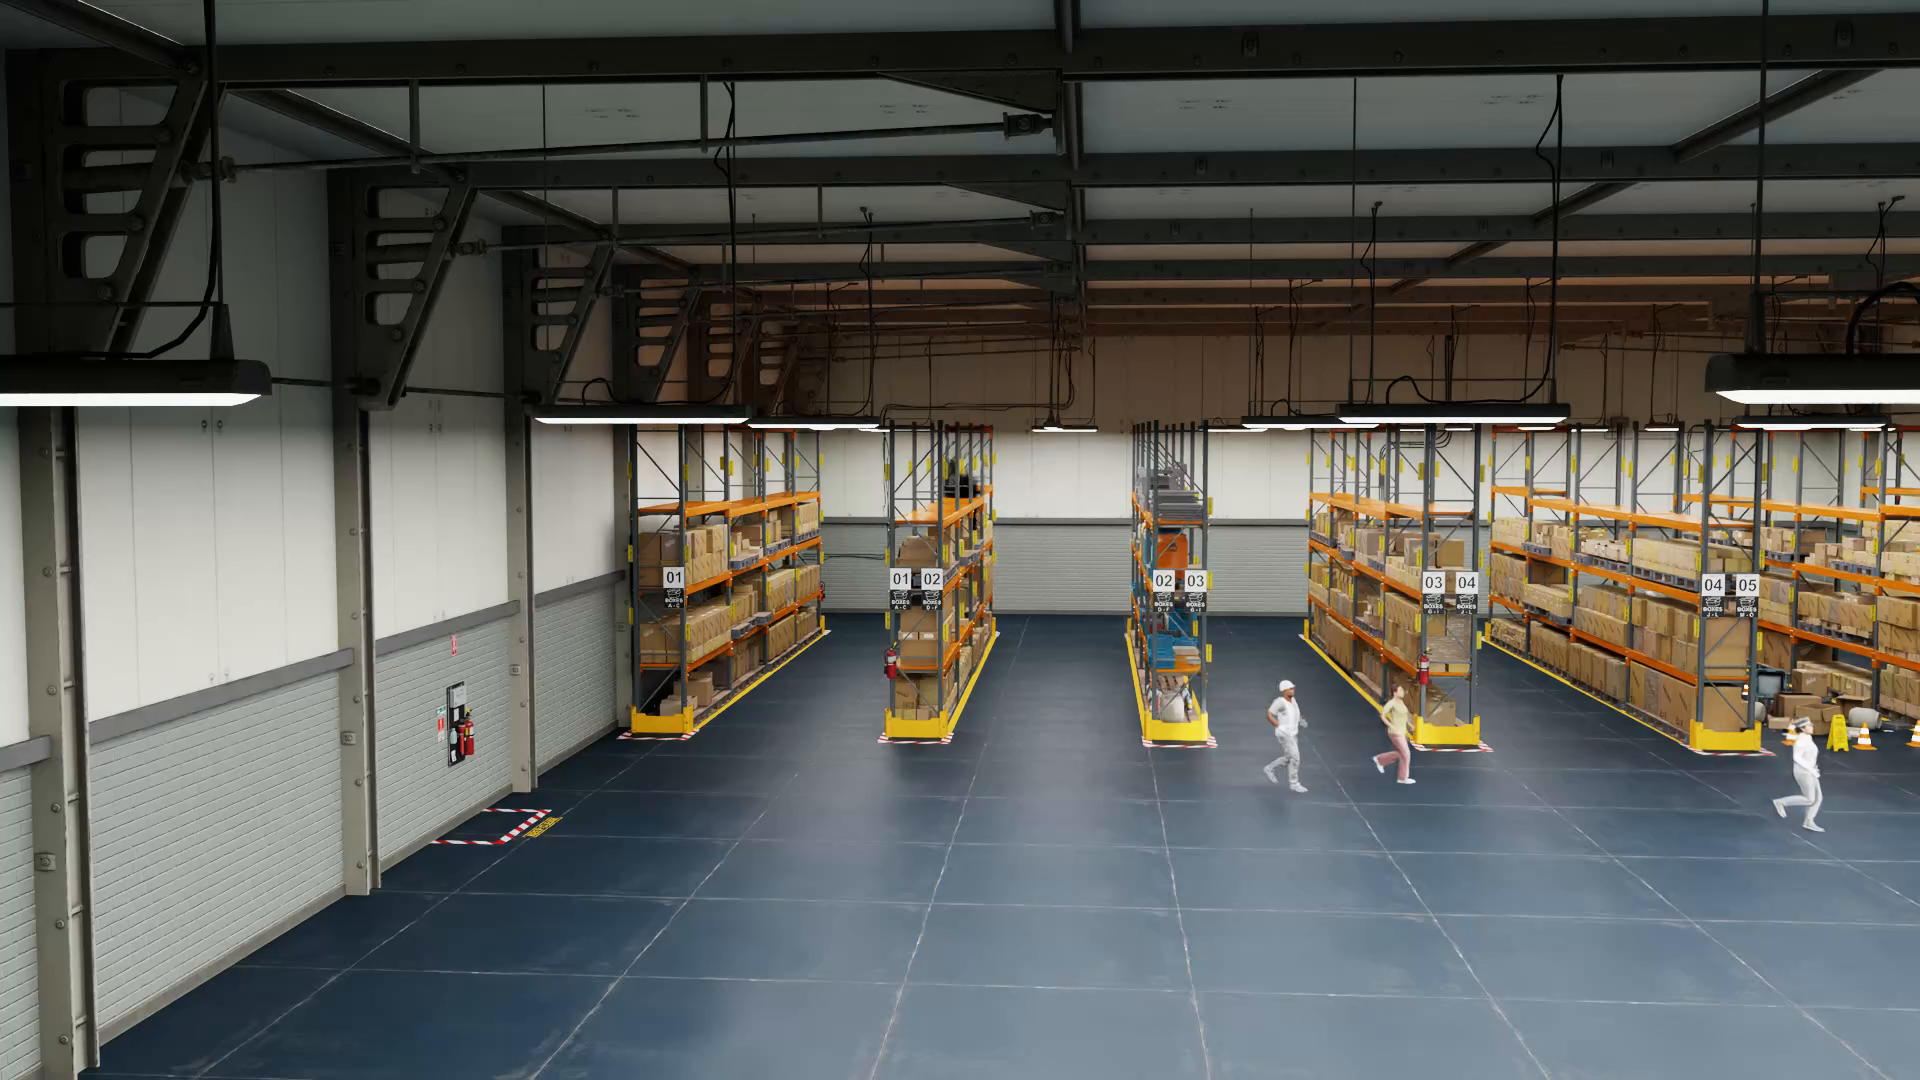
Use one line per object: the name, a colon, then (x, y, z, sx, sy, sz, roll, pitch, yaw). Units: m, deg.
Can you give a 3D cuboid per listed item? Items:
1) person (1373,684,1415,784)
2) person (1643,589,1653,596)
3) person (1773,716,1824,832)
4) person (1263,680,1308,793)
person: (7.137, 3.169, 27.357, 0.769, 1.630, 0.616, 3, 5, 40)
person: (19.596, 1.908, 47.302, 0.661, 1.635, 0.670, 1, 4, 16)
person: (12.214, 3.379, 24.163, 0.676, 1.667, 0.625, 2, 4, 33)
person: (5.225, 3.140, 26.751, 0.804, 1.775, 0.688, 2, 4, 32)
